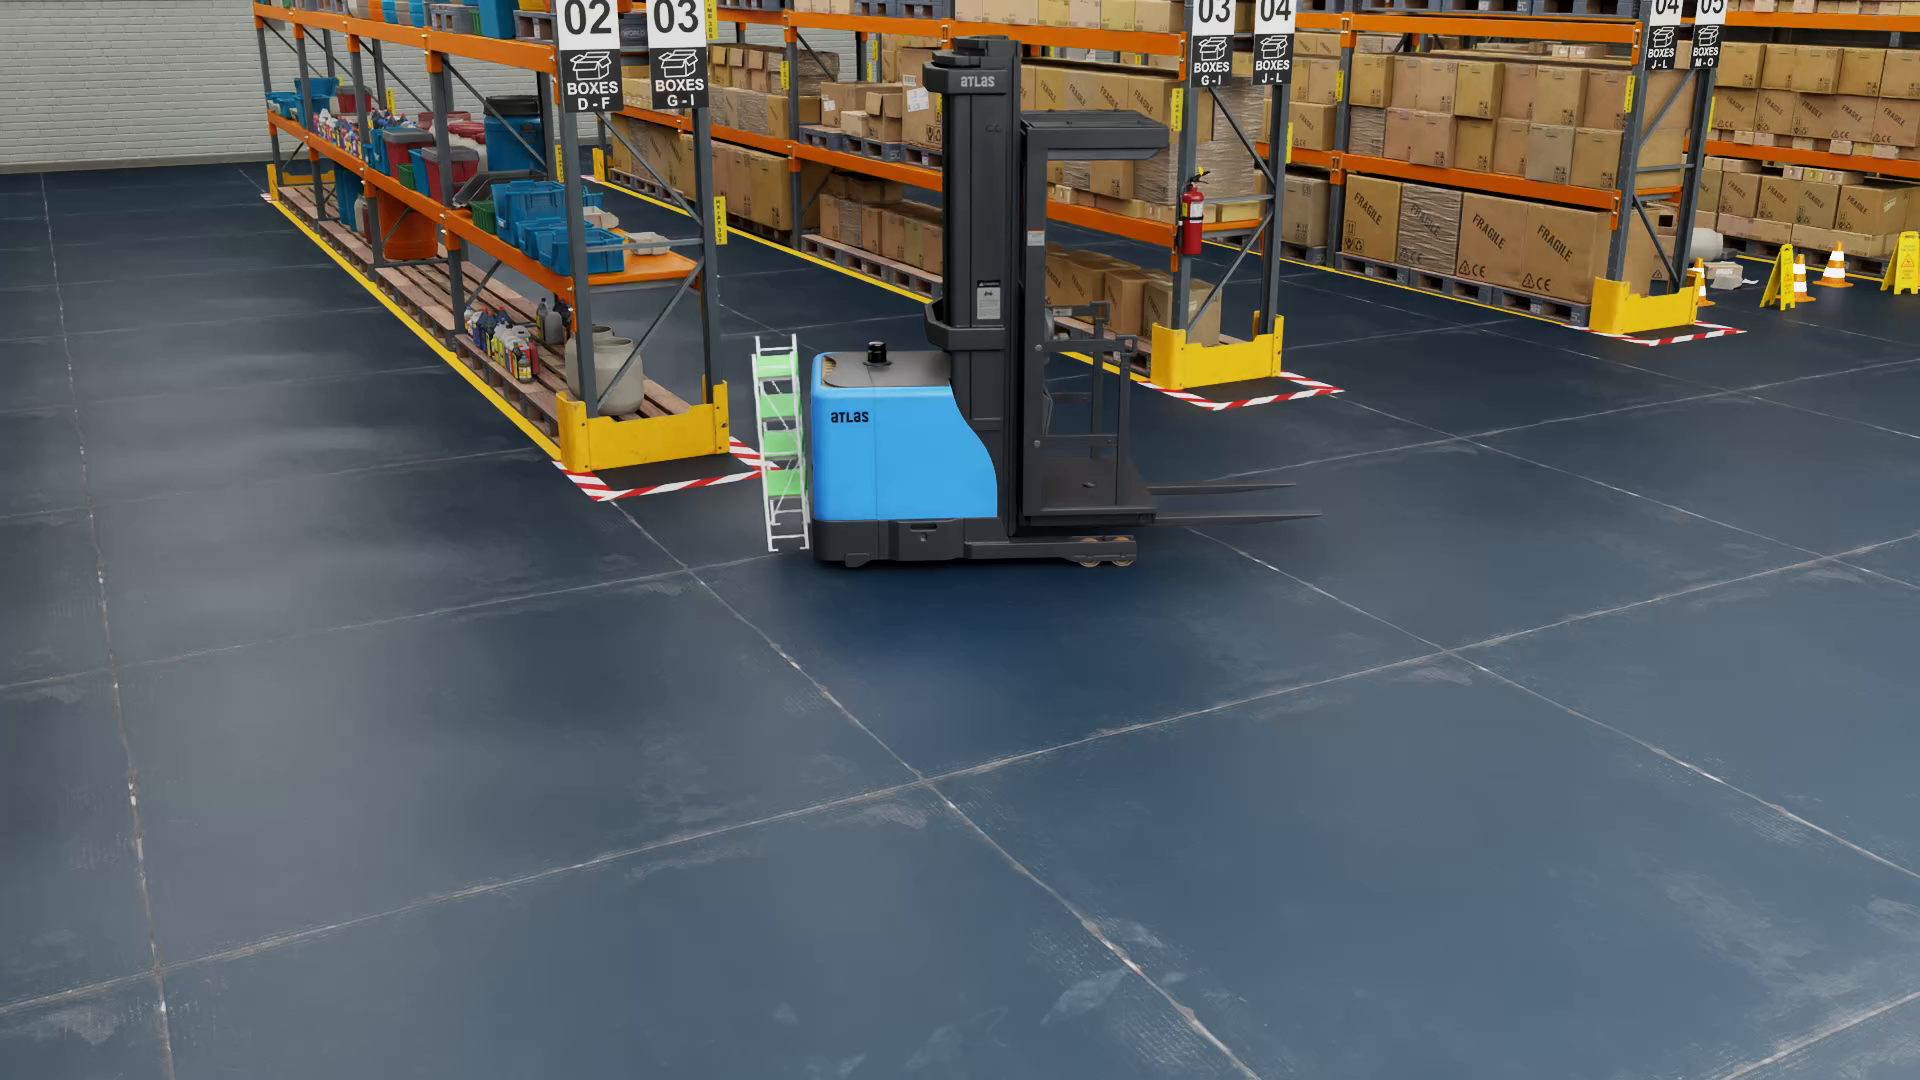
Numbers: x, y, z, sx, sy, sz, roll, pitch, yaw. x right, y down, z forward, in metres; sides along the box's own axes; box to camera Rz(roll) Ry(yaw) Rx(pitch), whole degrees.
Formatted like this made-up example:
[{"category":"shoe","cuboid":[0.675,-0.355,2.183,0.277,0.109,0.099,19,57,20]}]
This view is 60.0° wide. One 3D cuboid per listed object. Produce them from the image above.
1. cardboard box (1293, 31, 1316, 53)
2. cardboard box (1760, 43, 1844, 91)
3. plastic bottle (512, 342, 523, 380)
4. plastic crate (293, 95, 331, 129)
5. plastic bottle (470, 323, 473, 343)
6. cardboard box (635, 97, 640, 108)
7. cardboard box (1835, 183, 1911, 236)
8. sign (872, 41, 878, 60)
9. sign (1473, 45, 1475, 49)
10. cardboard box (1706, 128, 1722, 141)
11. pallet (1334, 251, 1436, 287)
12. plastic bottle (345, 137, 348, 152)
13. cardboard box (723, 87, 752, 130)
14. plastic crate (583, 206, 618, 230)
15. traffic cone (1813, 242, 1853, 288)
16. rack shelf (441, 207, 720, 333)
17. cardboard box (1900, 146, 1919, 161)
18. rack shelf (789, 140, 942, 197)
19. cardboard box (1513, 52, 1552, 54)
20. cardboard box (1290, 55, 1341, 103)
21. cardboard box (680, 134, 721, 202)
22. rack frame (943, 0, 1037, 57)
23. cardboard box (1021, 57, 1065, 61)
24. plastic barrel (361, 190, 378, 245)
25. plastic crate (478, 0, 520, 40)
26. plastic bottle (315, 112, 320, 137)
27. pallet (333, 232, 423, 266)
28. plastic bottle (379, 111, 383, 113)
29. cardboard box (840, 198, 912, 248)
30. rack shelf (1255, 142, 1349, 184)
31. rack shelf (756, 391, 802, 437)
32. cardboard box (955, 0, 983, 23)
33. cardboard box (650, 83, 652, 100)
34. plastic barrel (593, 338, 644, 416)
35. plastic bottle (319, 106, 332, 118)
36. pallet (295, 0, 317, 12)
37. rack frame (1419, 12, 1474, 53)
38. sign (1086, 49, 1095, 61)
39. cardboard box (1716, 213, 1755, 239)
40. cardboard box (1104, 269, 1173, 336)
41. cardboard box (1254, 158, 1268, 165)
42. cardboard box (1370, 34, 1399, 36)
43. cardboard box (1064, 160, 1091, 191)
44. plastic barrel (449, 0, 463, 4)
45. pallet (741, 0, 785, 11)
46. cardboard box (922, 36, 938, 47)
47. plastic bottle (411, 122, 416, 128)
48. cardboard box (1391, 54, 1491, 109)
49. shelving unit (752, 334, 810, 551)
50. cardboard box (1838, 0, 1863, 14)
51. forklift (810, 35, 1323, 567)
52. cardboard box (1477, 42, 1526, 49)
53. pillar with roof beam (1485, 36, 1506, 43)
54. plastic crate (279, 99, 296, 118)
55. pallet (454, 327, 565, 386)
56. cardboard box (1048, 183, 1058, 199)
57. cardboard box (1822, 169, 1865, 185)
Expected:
[{"category":"cardboard box","cuboid":[5.449,-7.952,26.893,0.500,0.500,0.500,-10,21,-27]},{"category":"cardboard box","cuboid":[9.810,-5.515,19.374,0.700,0.500,0.500,-10,21,-27]},{"category":"plastic bottle","cuboid":[-3.484,-1.412,13.114,0.061,0.283,0.133,-9,21,-25]},{"category":"plastic crate","cuboid":[-8.375,-5.545,21.534,0.392,0.384,0.575,-10,21,-27]},{"category":"plastic bottle","cuboid":[-4.192,-1.814,14.404,0.097,0.201,0.097,0,19,0]},{"category":"cardboard box","cuboid":[-4.658,-6.570,24.958,0.380,0.149,0.250,-10,21,-26]},{"category":"cardboard box","cuboid":[10.315,-3.743,18.802,0.500,0.500,0.500,-10,21,-26]},{"category":"sign","cuboid":[-1.458,-8.423,28.615,0.100,0.325,0.005,-10,21,-27]},{"category":"sign","cuboid":[7.600,-7.193,24.726,0.100,0.325,0.005,-10,21,-27]},{"category":"cardboard box","cuboid":[9.299,-4.977,20.342,0.380,0.149,0.250,-9,21,-25]},{"category":"pallet","cuboid":[5.010,-3.104,18.804,1.003,0.211,1.213,-10,21,-27]},{"category":"plastic bottle","cuboid":[-6.947,-4.521,18.938,0.097,0.201,0.097,0,19,0]},{"category":"cardboard box","cuboid":[-2.769,-5.651,21.756,0.500,0.500,0.500,-10,21,-26]},{"category":"plastic crate","cuboid":[-3.060,-2.595,13.457,0.530,0.136,0.437,-10,21,-27]},{"category":"traffic cone","cuboid":[9.586,-3.025,18.187,0.336,0.463,0.334,-10,21,-27]},{"category":"rack shelf","cuboid":[-3.105,-2.232,13.104,1.077,0.370,4.000,-10,21,-27]},{"category":"cardboard box","cuboid":[10.560,-4.256,18.251,0.380,0.149,0.250,-9,21,-25]},{"category":"rack shelf","cuboid":[-0.645,-4.147,18.655,1.077,0.370,4.000,-10,21,-27]},{"category":"cardboard box","cuboid":[8.083,-6.604,23.419,0.500,0.500,0.500,-12,22,-30]},{"category":"cardboard box","cuboid":[4.231,-5.462,19.674,0.700,0.500,0.500,-10,22,-28]},{"category":"cardboard box","cuboid":[-3.173,-5.223,23.284,1.225,0.875,0.875,-10,21,-26]},{"category":"rack frame","cuboid":[0.305,-3.913,16.874,1.000,3.000,0.127,-10,21,-27]},{"category":"cardboard box","cuboid":[0.760,-4.487,16.395,0.500,0.500,0.500,-10,21,-27]},{"category":"plastic barrel","cuboid":[-6.737,-3.815,19.642,0.600,0.588,0.708,-10,21,-27]},{"category":"plastic crate","cuboid":[-3.325,-3.909,12.288,0.392,0.384,0.575,-10,21,-27]},{"category":"plastic bottle","cuboid":[-7.991,-5.178,20.718,0.061,0.283,0.133,-10,21,-27]},{"category":"pallet","cuboid":[-6.940,-3.546,20.084,1.003,0.211,1.213,-10,21,-27]},{"category":"plastic bottle","cuboid":[-7.382,-5.321,21.144,0.152,0.276,0.135,-10,21,-27]},{"category":"cardboard box","cuboid":[-0.984,-3.742,19.534,0.700,0.500,0.500,-12,22,-31]},{"category":"rack shelf","cuboid":[3.768,-4.887,20.798,1.077,0.370,4.000,-10,21,-27]},{"category":"rack shelf","cuboid":[-1.074,-0.753,9.918,0.258,0.148,0.480,-4,19,-3]},{"category":"cardboard box","cuboid":[0.293,-5.092,15.920,0.500,0.250,0.500,-11,22,-29]},{"category":"cardboard box","cuboid":[-4.183,-6.514,24.184,0.500,0.250,0.500,-9,21,-25]},{"category":"plastic barrel","cuboid":[-2.535,-1.198,12.173,0.421,0.512,0.421,0,19,0]},{"category":"plastic bottle","cuboid":[-7.952,-5.257,20.842,0.144,0.351,0.185,-10,21,-27]},{"category":"pallet","cuboid":[-7.395,-6.562,20.239,1.213,0.211,1.003,-10,21,-27]},{"category":"rack frame","cuboid":[7.127,-6.597,24.650,1.000,3.000,0.127,-10,21,-27]},{"category":"sign","cuboid":[2.884,-10.883,37.217,0.329,0.494,0.001,-10,21,-27]},{"category":"cardboard box","cuboid":[9.586,-3.833,20.211,0.500,0.250,0.500,-10,22,-27]},{"category":"cardboard box","cuboid":[1.608,-2.130,14.894,0.500,0.500,0.500,-4,20,-12]},{"category":"cardboard box","cuboid":[3.446,-4.497,21.370,1.050,0.750,0.750,-10,21,-26]},{"category":"cardboard box","cuboid":[6.631,-7.588,25.836,0.500,0.500,0.500,-9,21,-25]},{"category":"cardboard box","cuboid":[1.425,-3.390,14.749,0.875,0.500,0.500,-10,21,-27]},{"category":"plastic barrel","cuboid":[-4.023,-4.662,13.628,0.421,0.512,0.421,0,19,0]},{"category":"pallet","cuboid":[-1.947,-6.567,20.255,1.213,0.211,1.003,-9,21,-24]},{"category":"cardboard box","cuboid":[-0.283,-8.146,26.997,0.500,0.500,0.500,-11,22,-28]},{"category":"plastic bottle","cuboid":[-6.383,-4.752,19.484,0.061,0.283,0.133,-10,21,-27]},{"category":"cardboard box","cuboid":[5.226,-4.983,18.088,0.875,0.550,0.550,-10,21,-27]},{"category":"shelving unit","cuboid":[-1.066,-0.587,9.976,0.258,1.200,0.503,-4,19,-3]},{"category":"cardboard box","cuboid":[10.045,-5.954,18.573,0.380,0.149,0.250,-10,21,-27]},{"category":"forklift","cuboid":[0.629,-1.400,9.696,3.031,2.935,1.130,-1,19,-4]},{"category":"cardboard box","cuboid":[9.627,-8.587,29.621,0.700,0.500,0.500,-9,21,-25]},{"category":"pillar with roof beam","cuboid":[6.268,-11.023,28.282,9.100,9.000,0.400,-10,21,-27]},{"category":"plastic crate","cuboid":[-9.157,-5.954,22.953,0.416,0.233,0.300,-10,21,-27]},{"category":"pallet","cuboid":[-3.772,-1.629,14.528,1.003,0.211,1.213,-10,21,-27]},{"category":"cardboard box","cuboid":[1.025,-3.193,15.172,0.380,0.149,0.250,-10,21,-27]},{"category":"cardboard box","cuboid":[10.082,-4.145,18.971,0.380,0.149,0.250,-9,21,-25]}]
